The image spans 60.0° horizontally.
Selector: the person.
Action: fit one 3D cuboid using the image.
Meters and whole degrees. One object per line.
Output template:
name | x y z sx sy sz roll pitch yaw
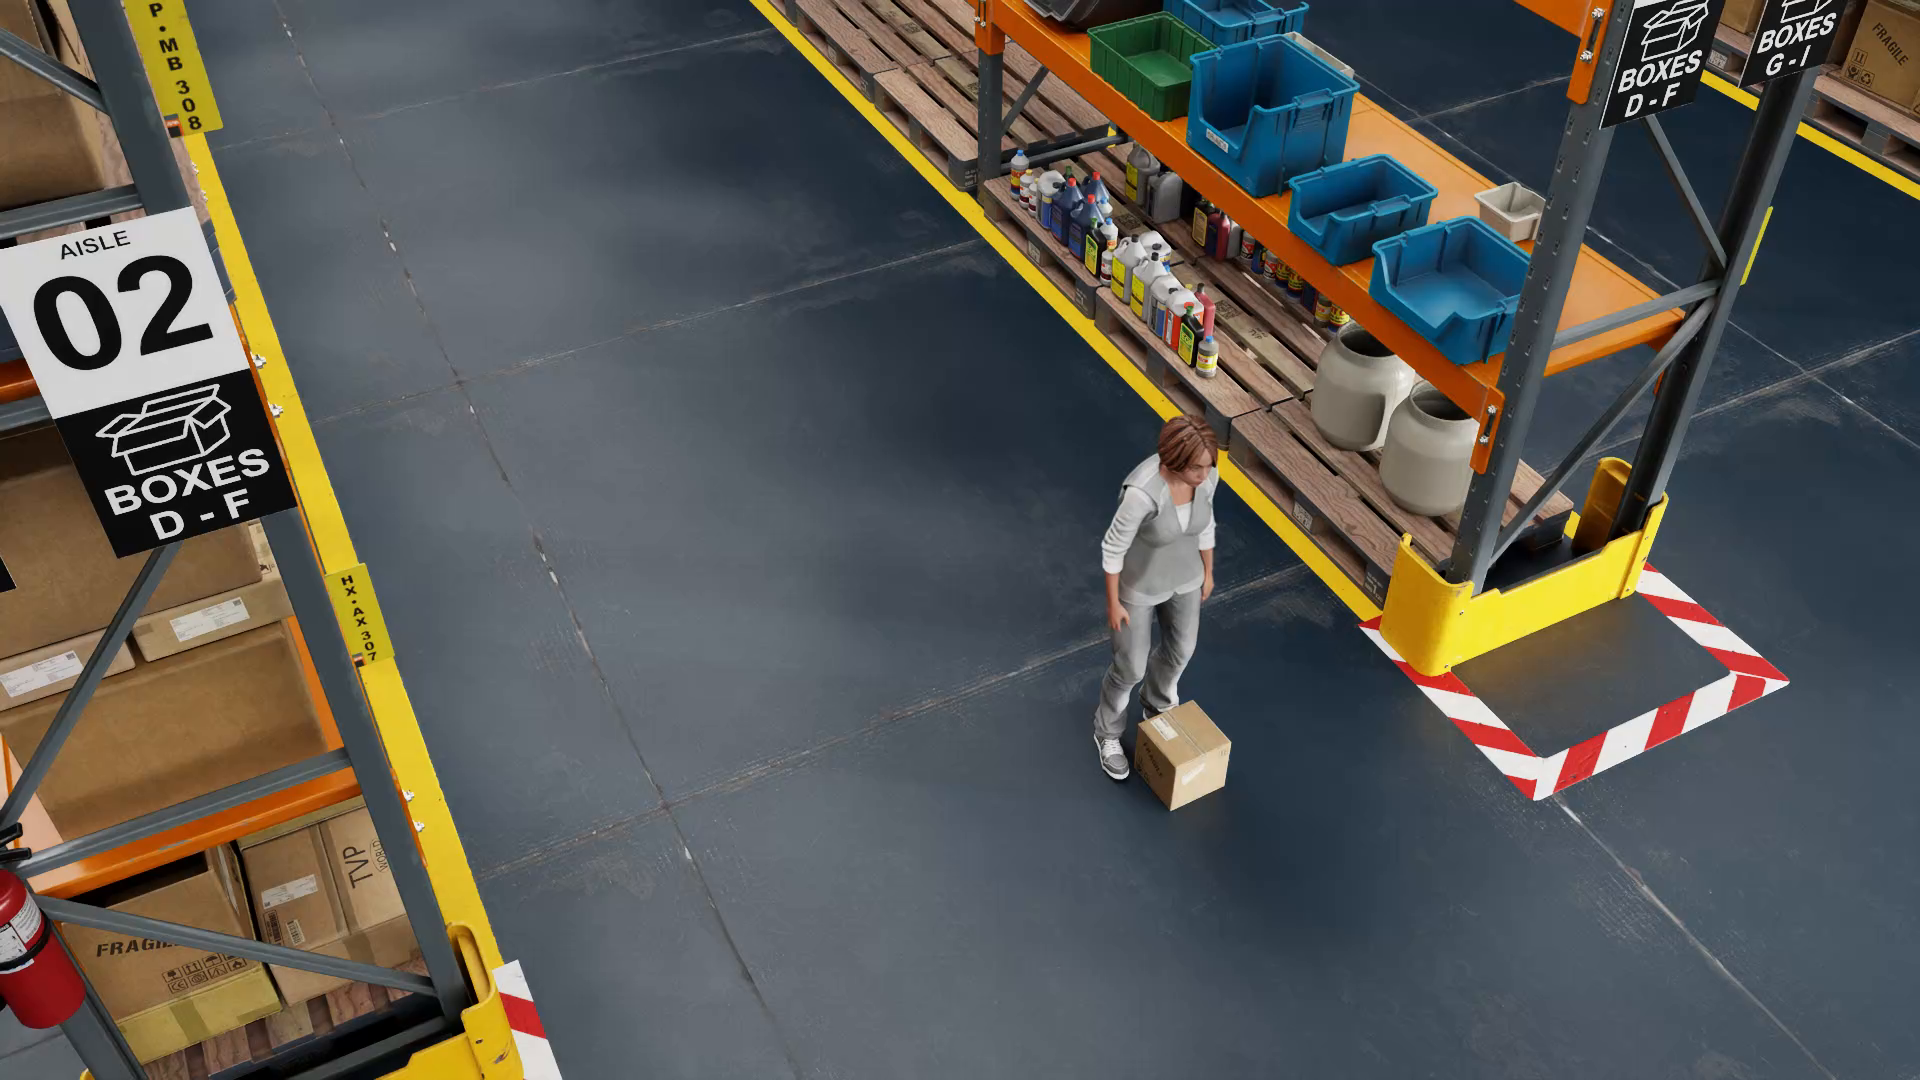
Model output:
person | 0.713 0.173 5.976 0.459 1.591 0.346 -20 45 -21
